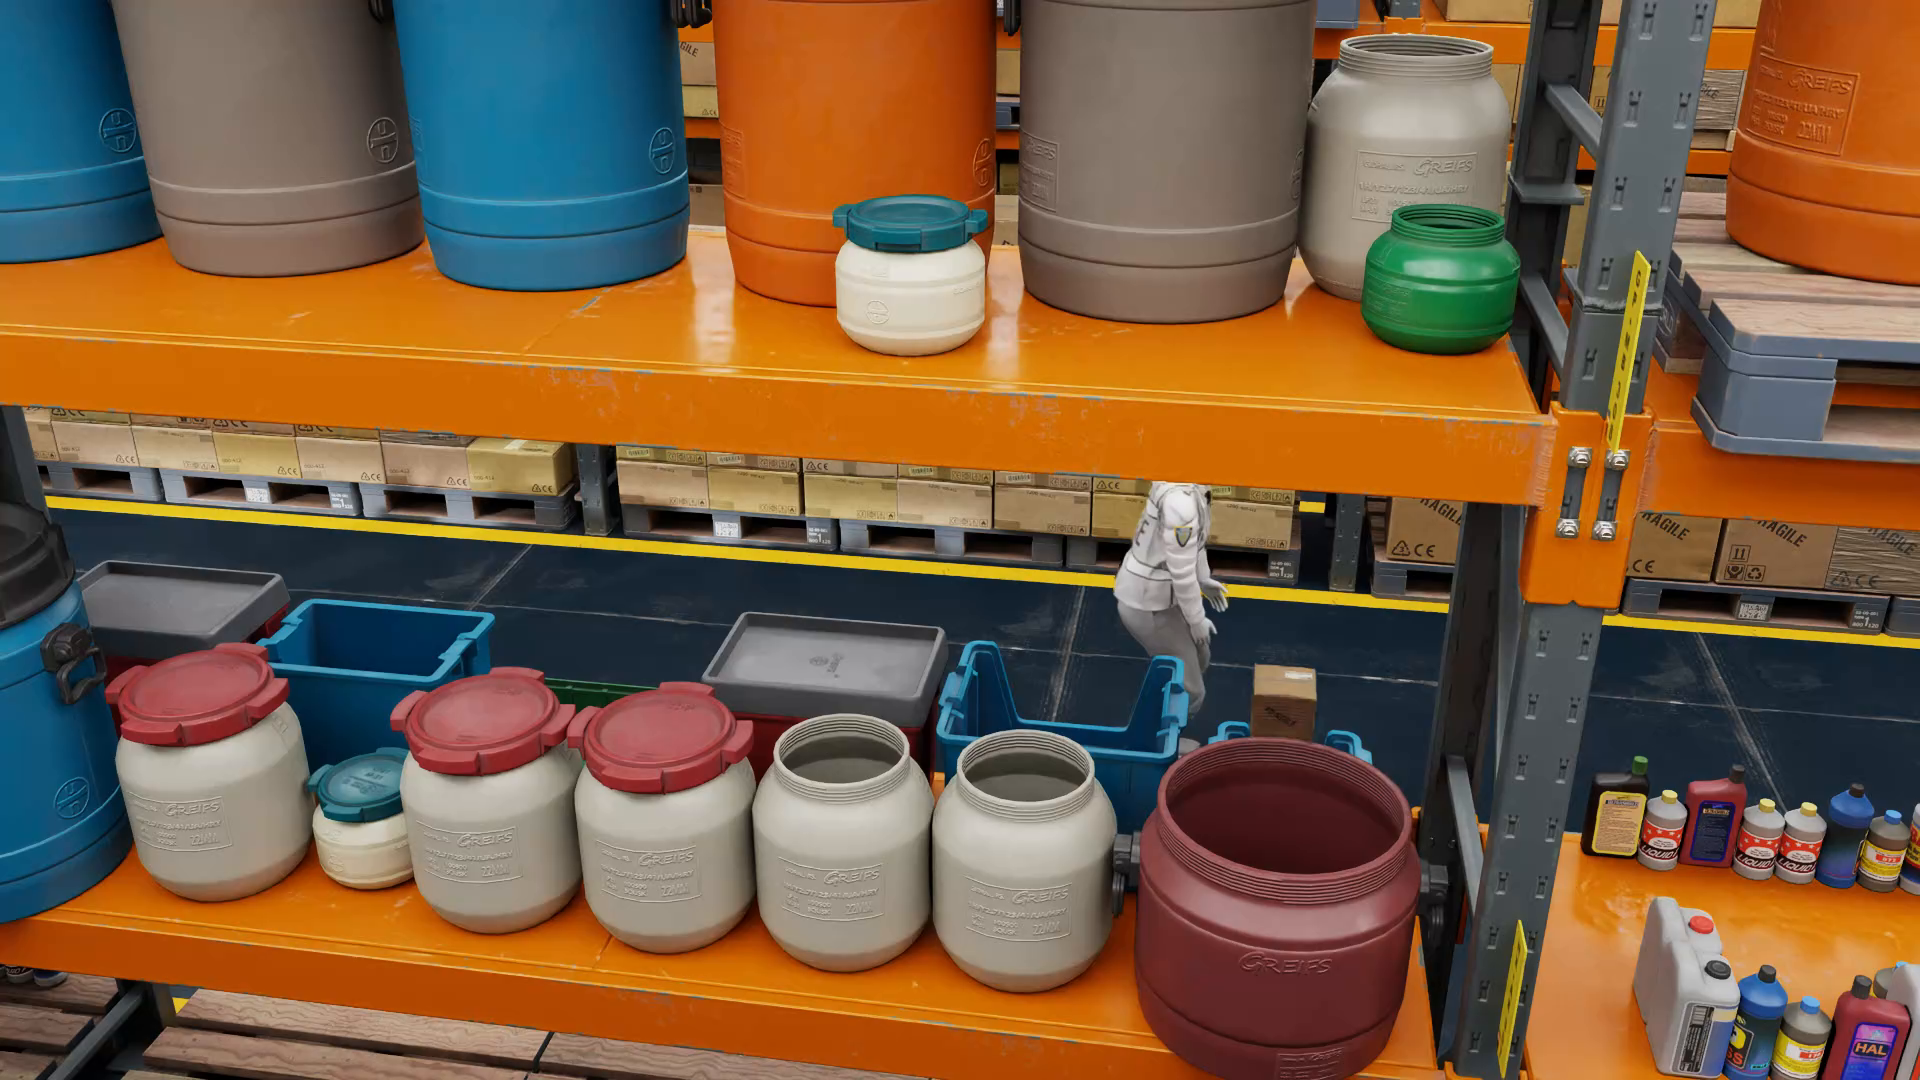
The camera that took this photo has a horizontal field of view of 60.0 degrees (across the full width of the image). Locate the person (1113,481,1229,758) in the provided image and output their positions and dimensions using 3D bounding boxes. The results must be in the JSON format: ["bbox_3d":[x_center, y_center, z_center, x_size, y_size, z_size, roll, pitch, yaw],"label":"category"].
[{"bbox_3d":[0.887,0.235,6.725,0.526,1.576,0.516,5,25,10],"label":"person"}]
